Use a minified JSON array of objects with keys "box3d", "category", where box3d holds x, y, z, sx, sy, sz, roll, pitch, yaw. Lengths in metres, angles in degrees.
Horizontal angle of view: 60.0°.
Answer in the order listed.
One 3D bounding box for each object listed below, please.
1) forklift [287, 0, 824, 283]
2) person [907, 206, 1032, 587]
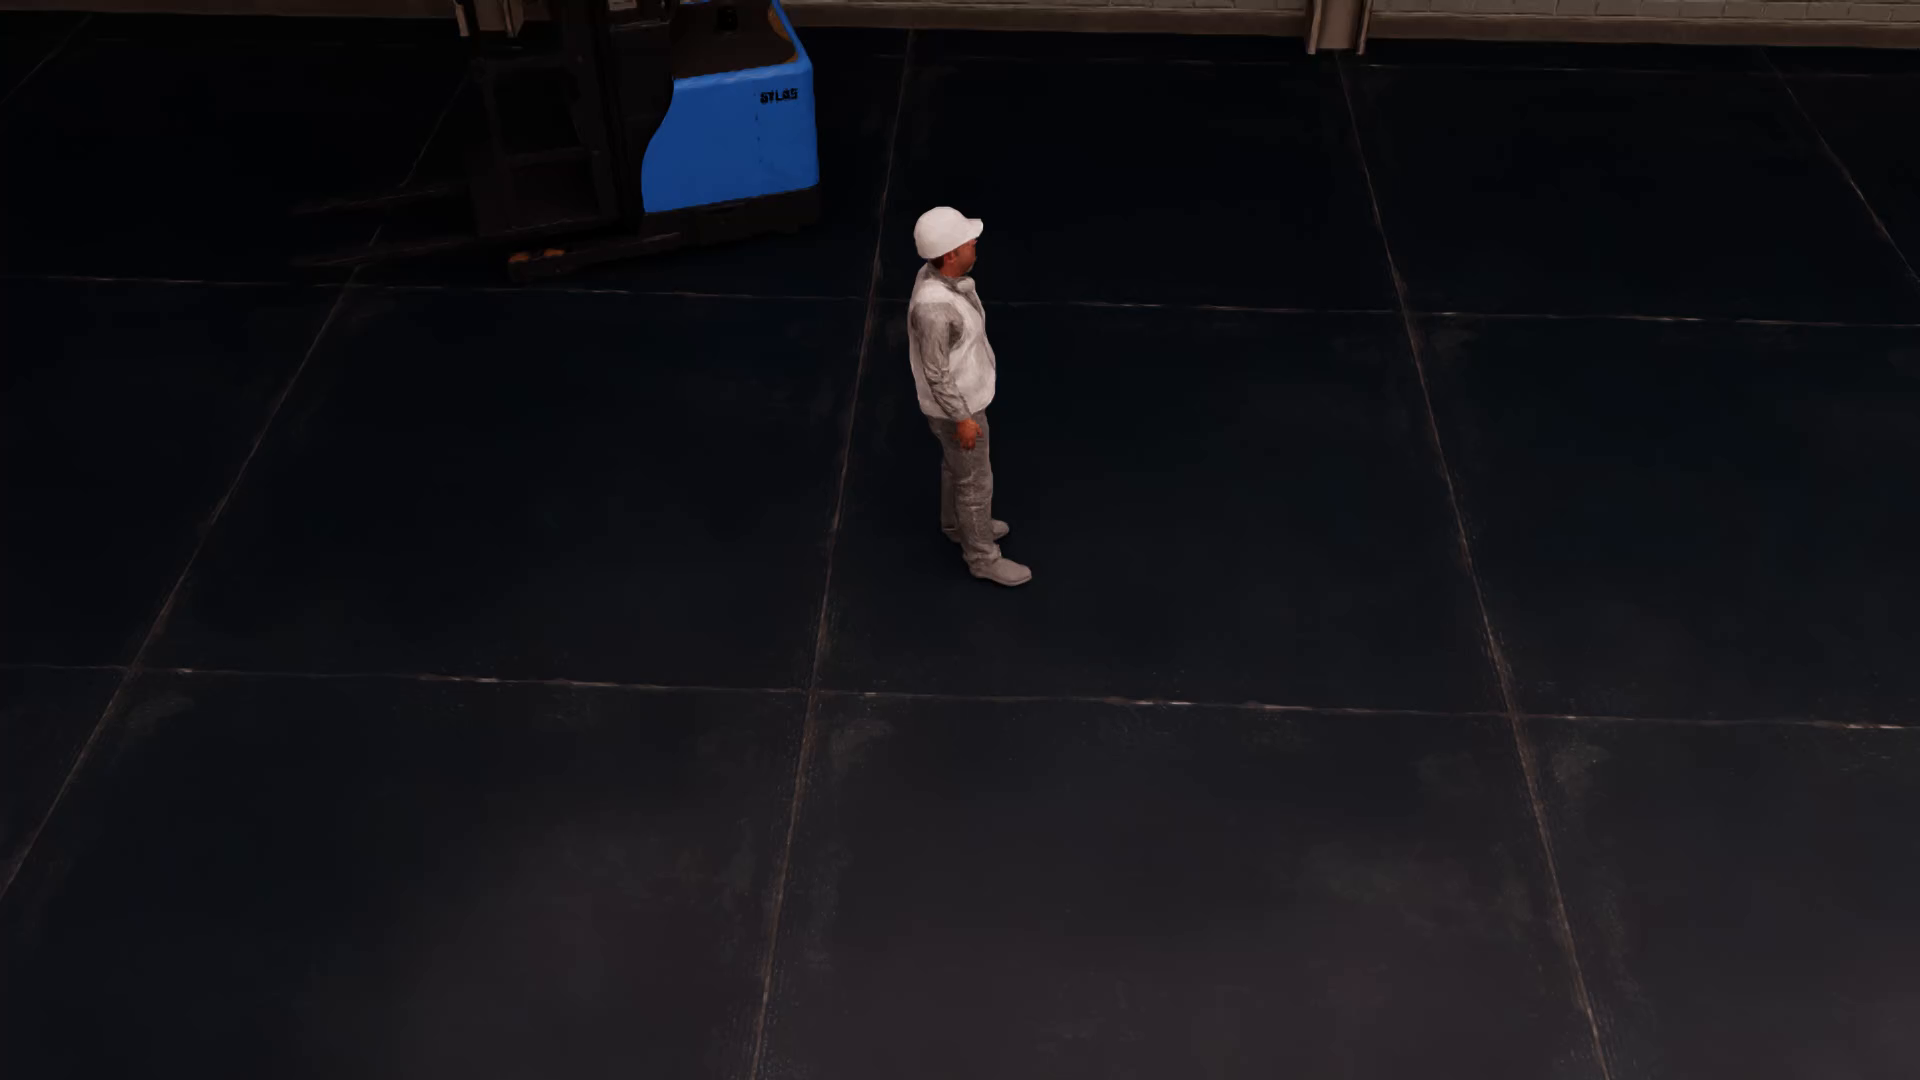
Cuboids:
[{"box3d":[-2.385,-2.954,8.978,3.031,2.935,1.130,-12,44,-13],"category":"forklift"},{"box3d":[0.062,-0.653,7.305,0.567,1.773,0.632,2,42,2],"category":"person"}]
